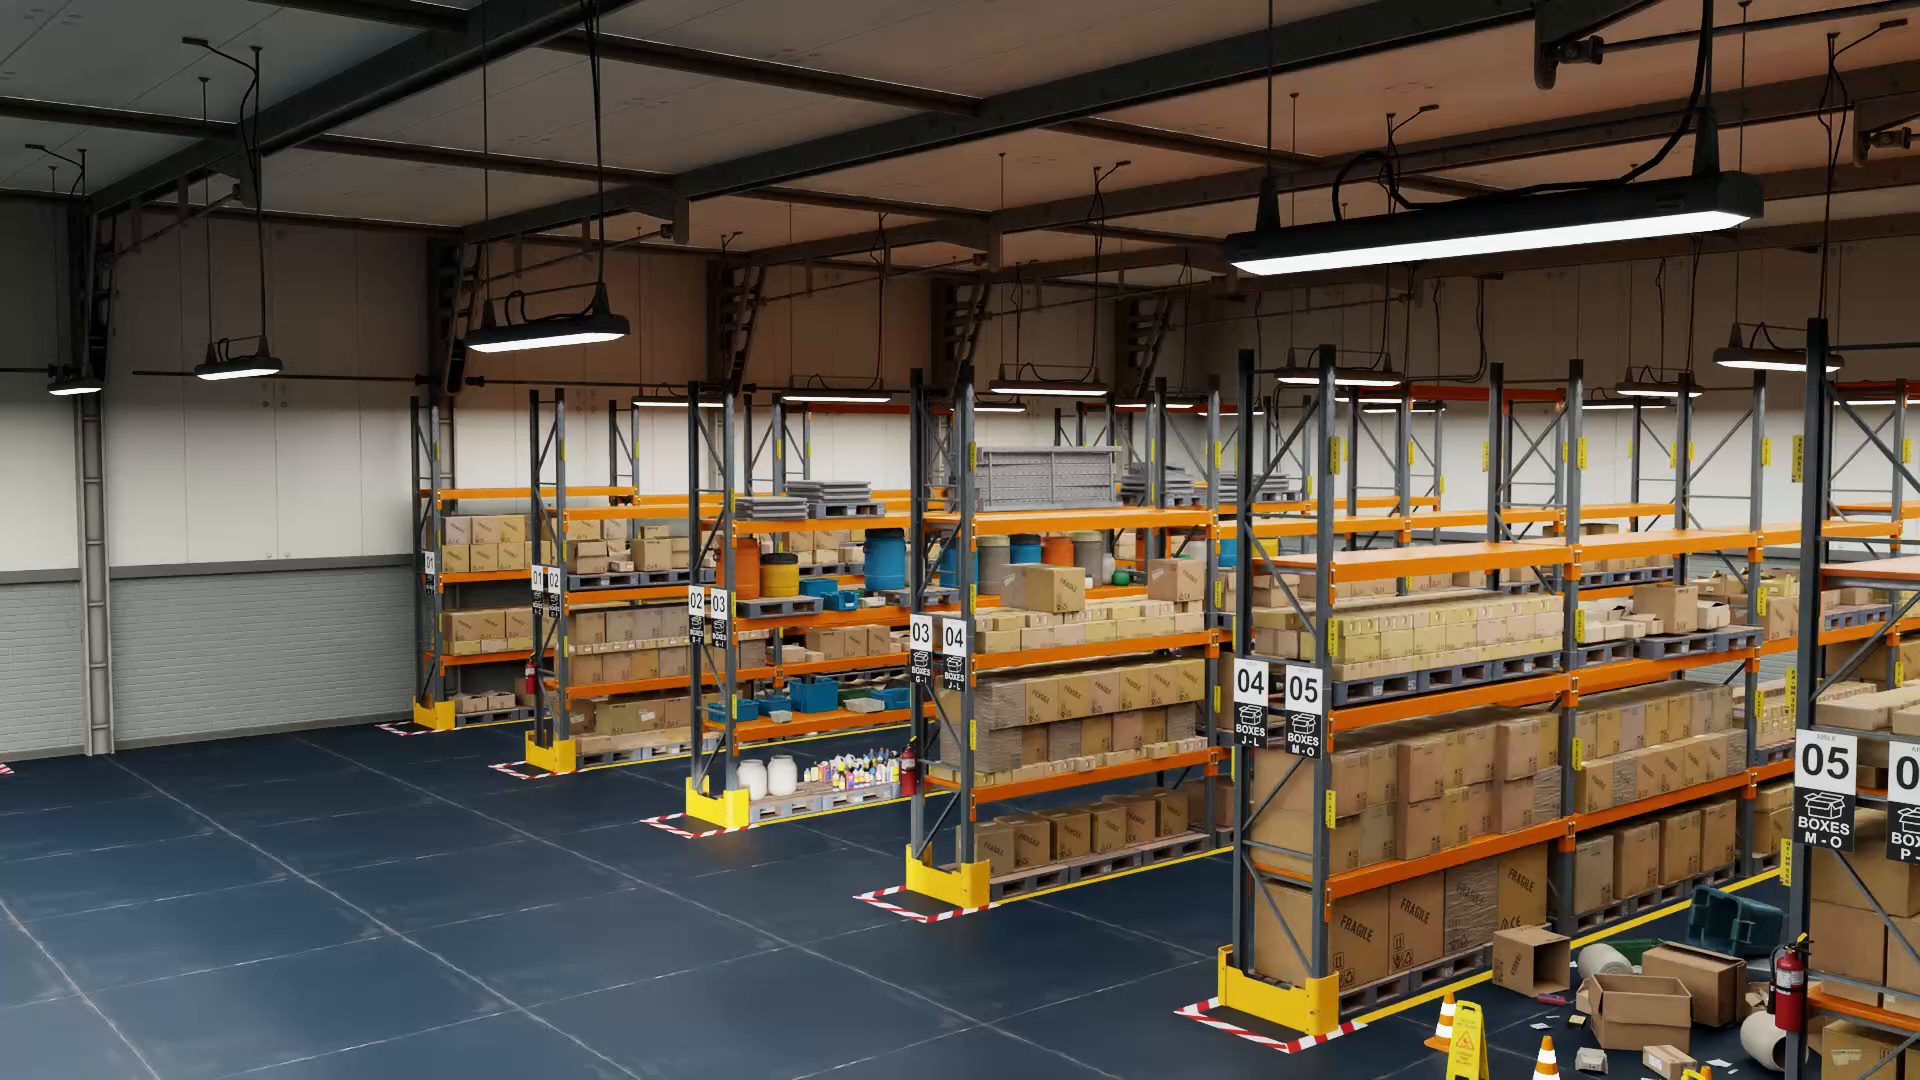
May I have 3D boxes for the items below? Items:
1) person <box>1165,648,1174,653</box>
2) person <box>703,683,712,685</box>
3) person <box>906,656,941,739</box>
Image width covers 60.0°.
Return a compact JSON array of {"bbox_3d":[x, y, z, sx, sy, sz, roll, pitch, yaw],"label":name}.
[{"bbox_3d":[3.932,2.415,32.352,0.571,1.718,0.676,3,5,42],"label":"person"},{"bbox_3d":[-4.916,2.407,31.183,0.712,1.739,1.061,2,4,30],"label":"person"},{"bbox_3d":[-0.511,2.699,28.389,1.092,1.567,0.682,-2,4,-35],"label":"person"}]
